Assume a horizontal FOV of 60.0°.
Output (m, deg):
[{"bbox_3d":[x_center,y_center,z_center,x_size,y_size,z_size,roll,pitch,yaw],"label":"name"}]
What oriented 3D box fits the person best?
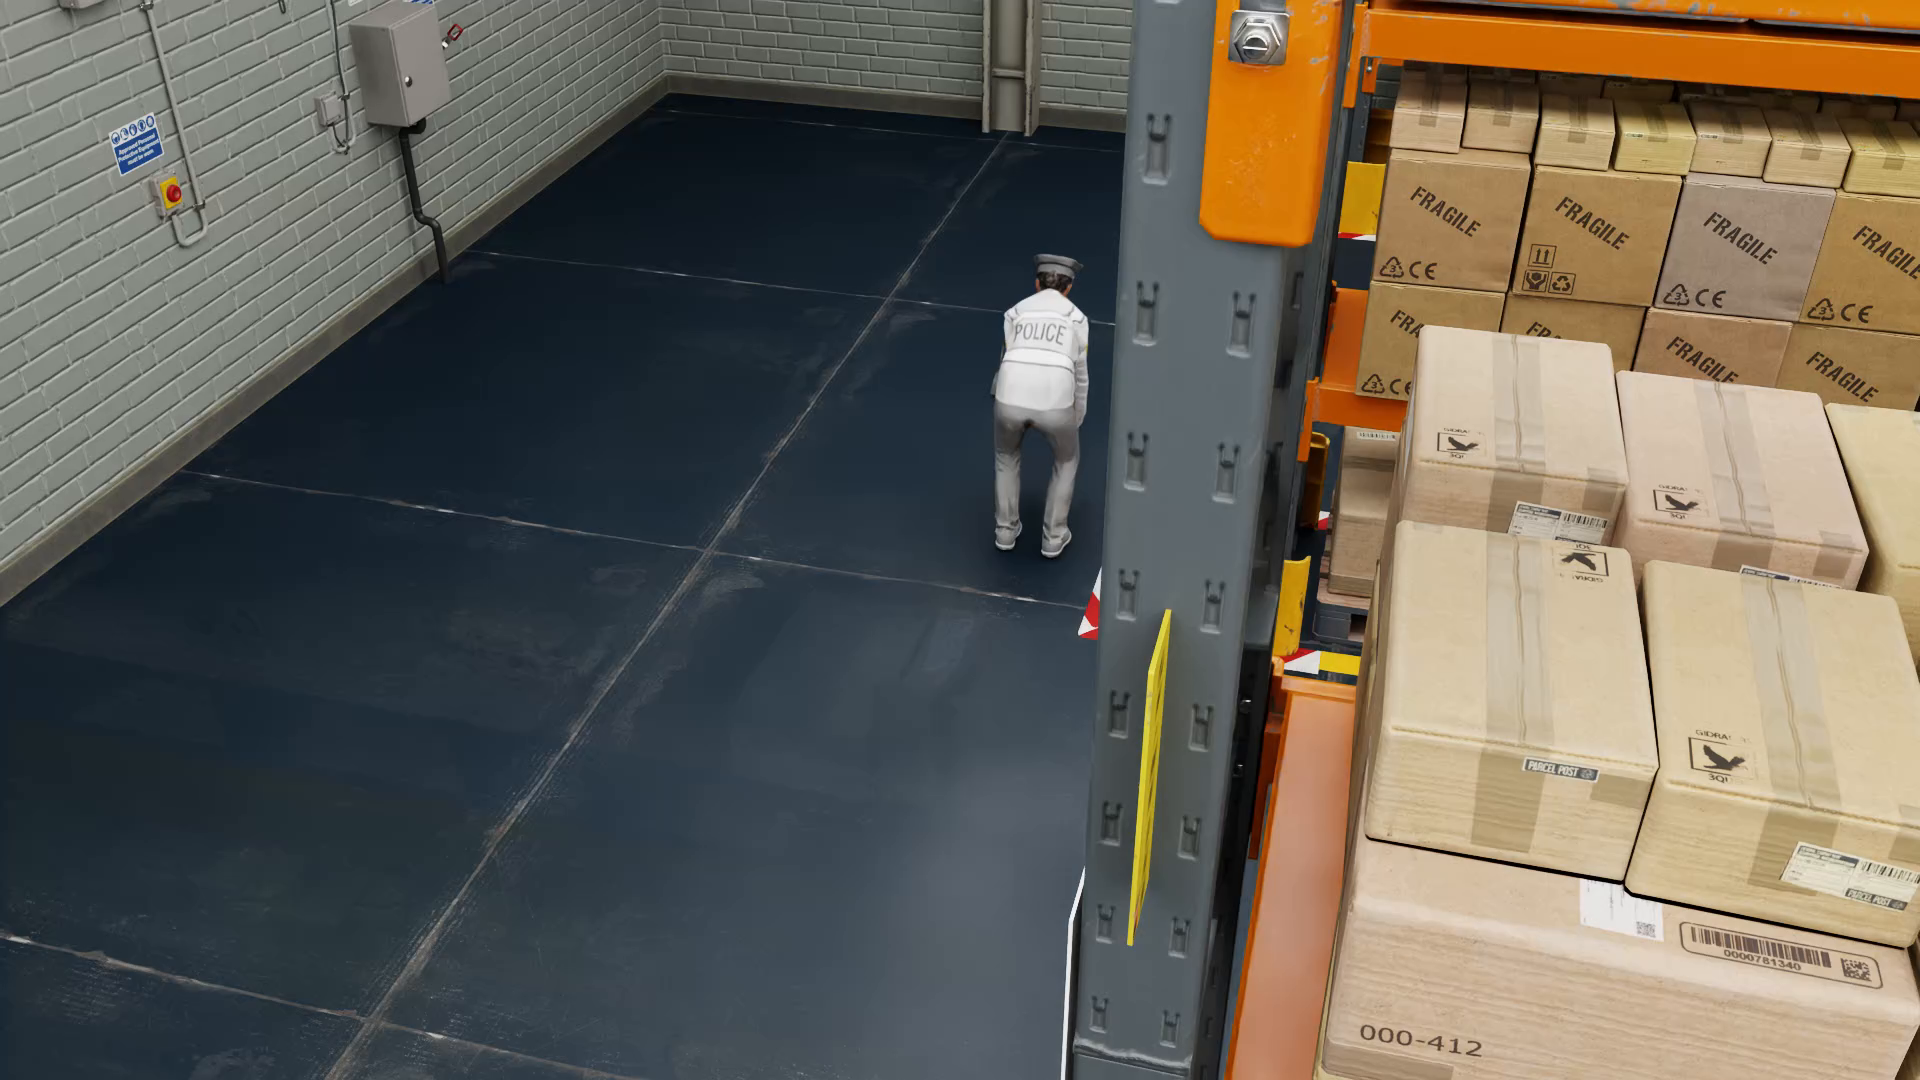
[{"bbox_3d":[0.396,-0.652,7.957,0.417,1.326,0.866,7,34,11],"label":"person"}]
